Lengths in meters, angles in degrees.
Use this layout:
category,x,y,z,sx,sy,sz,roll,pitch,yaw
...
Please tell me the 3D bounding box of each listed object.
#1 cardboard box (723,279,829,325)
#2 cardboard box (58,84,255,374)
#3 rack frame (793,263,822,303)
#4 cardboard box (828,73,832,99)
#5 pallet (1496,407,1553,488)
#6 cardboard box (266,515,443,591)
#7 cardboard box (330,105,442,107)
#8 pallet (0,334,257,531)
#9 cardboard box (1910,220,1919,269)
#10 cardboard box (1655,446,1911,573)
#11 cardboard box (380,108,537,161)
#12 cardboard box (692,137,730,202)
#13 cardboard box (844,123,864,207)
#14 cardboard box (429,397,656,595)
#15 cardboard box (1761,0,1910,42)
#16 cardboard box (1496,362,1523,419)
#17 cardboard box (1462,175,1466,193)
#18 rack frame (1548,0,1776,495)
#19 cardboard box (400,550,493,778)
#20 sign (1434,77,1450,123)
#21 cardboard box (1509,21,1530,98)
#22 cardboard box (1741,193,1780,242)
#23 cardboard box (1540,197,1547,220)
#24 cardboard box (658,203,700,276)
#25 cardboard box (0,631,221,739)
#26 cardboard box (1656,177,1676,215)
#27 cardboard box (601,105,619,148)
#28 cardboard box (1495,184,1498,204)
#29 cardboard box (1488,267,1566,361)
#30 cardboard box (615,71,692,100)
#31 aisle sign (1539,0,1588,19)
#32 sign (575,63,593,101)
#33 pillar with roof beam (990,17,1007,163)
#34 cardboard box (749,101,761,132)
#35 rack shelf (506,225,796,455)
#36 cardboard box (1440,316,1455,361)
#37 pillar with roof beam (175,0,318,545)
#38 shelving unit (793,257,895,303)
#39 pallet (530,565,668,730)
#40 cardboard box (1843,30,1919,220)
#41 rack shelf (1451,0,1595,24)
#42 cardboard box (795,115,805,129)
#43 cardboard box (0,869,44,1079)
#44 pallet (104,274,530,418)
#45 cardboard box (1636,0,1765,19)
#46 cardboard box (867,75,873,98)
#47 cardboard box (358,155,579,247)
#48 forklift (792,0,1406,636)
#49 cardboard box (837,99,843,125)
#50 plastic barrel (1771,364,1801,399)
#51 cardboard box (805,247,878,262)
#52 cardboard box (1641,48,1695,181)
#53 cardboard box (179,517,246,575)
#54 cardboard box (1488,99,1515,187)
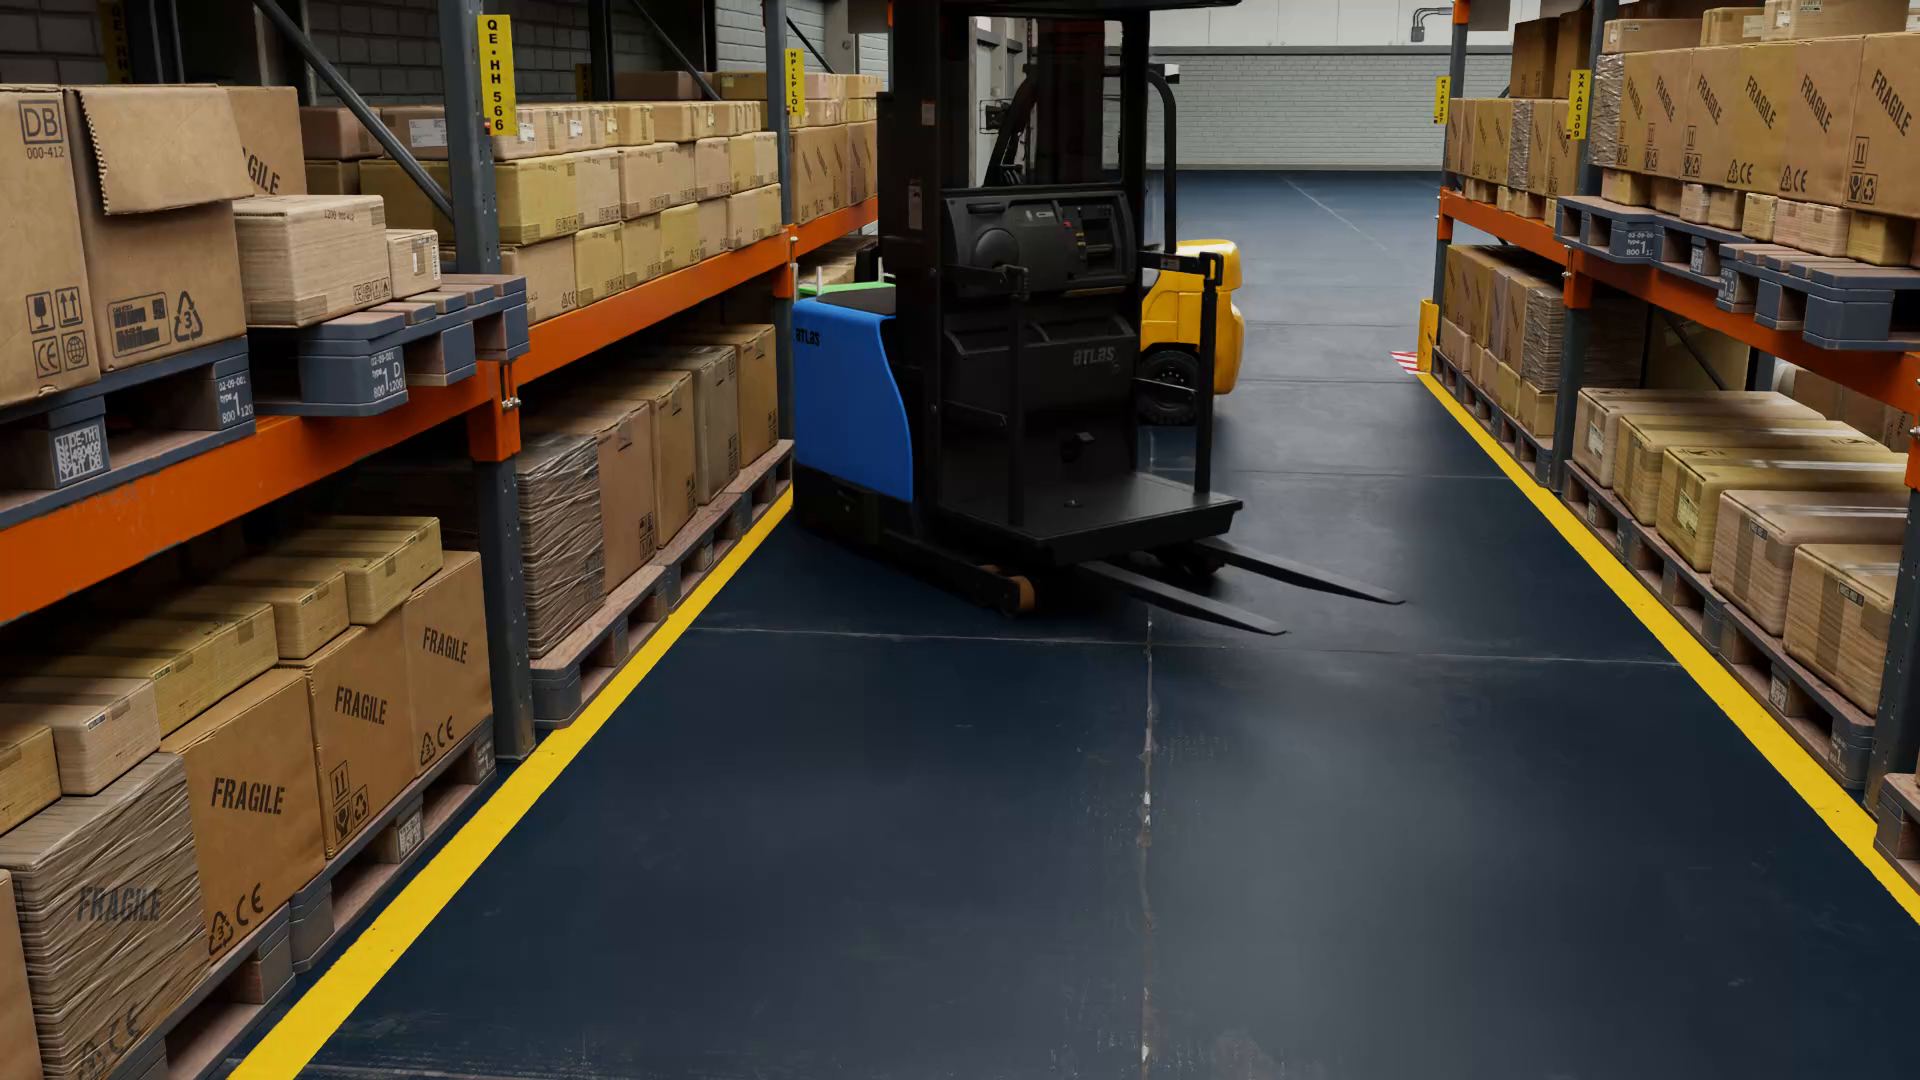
category,x,y,z,sx,sy,sz,roll,pitch,yaw
cardboard box,-1.019,-1.302,9.279,0.500,0.250,0.500,1,15,5
cardboard box,-1.837,-0.614,3.185,0.797,0.503,0.637,1,15,5
rack frame,-0.725,-0.728,8.055,0.015,1.200,0.240,-11,18,-34
cardboard box,-0.961,-2.676,9.806,0.380,0.149,0.250,1,15,5
pallet,3.588,-0.512,9.150,1.003,0.211,1.213,2,15,6
cardboard box,-1.640,0.036,4.524,0.380,0.149,0.250,1,15,4
cardboard box,-2.034,-1.444,5.823,0.380,0.149,0.250,1,15,5
pallet,-2.051,-0.193,2.998,1.003,0.211,1.213,2,15,6
cardboard box,2.899,-0.819,4.620,0.380,0.149,0.250,2,15,8
cardboard box,3.336,-0.114,6.566,0.950,0.372,0.625,2,15,8
cardboard box,-1.508,-1.226,5.015,0.380,0.149,0.250,2,15,8
cardboard box,-1.301,-1.596,7.147,0.500,0.250,0.500,2,15,7
cardboard box,-0.899,-2.380,10.527,0.500,0.500,0.500,2,15,7
cardboard box,-1.687,-0.178,6.318,0.875,0.625,0.625,2,15,8
cardboard box,3.000,-1.786,5.710,0.380,0.149,0.250,1,15,4
cardboard box,3.397,-0.858,9.551,0.500,0.250,0.500,1,15,5
cardboard box,3.755,-2.517,11.705,0.380,0.149,0.250,2,15,6
rack frame,3.547,-1.683,8.138,1.000,3.000,0.127,2,15,6
cardboard box,-1.671,0.329,4.681,0.500,0.500,0.500,2,15,8
sign,3.460,-3.154,11.921,0.100,0.325,0.005,2,15,6
cardboard box,4.158,-3.256,11.279,0.700,0.500,0.500,1,15,5
cardboard box,2.895,-1.094,5.637,0.380,0.149,0.250,2,15,7
cardboard box,3.451,-1.848,9.232,0.380,0.149,0.250,1,15,5
cardboard box,-1.370,-1.225,6.731,0.500,0.250,0.500,2,15,8
cardboard box,-1.817,0.306,3.524,0.380,0.149,0.250,1,15,5
cardboard box,3.107,-1.424,6.860,0.380,0.149,0.250,2,15,7
cardboard box,-1.460,-1.497,6.017,0.380,0.149,0.250,2,15,7
cardboard box,3.589,-2.182,10.465,0.380,0.149,0.250,2,15,8
cardboard box,3.460,-1.346,9.919,0.500,0.500,0.500,3,15,9
cardboard box,-1.649,-2.425,8.878,0.380,0.149,0.250,2,15,6
aisle sign,4.294,-3.983,11.664,0.394,0.787,0.004,2,15,6
sign,-1.937,-2.300,8.611,0.100,0.325,0.005,2,15,6
pillar with roof beam,5.078,-11.705,33.711,9.100,9.000,0.400,2,15,6
cardboard box,-1.203,-2.094,8.226,0.380,0.149,0.250,2,15,8
rack shelf,-1.611,-0.962,6.851,1.077,0.370,4.000,2,15,6
cardboard box,3.633,-1.394,11.536,0.500,0.250,0.500,2,15,6
pillar with roof beam,1.693,-3.924,4.936,9.100,9.000,0.400,2,15,6
shelving unit,-0.527,-0.766,8.192,0.503,1.200,0.258,-11,18,-34
pallet,-1.705,0.343,5.988,1.003,0.211,1.213,2,15,6
cardboard box,2.871,-1.166,4.661,0.500,0.500,0.500,1,15,5
rack shelf,3.773,-3.302,9.759,1.077,0.370,4.000,2,15,6
cardboard box,-1.060,-2.331,9.103,0.380,0.149,0.250,2,15,8
cardboard box,-1.899,0.864,2.703,0.500,0.500,0.500,1,15,5
pallet,-1.843,-0.520,4.206,1.213,0.211,1.003,2,15,6
cardboard box,3.812,-2.465,8.354,0.700,0.500,0.500,2,15,6
cardboard box,-0.785,-3.004,11.023,0.380,0.149,0.250,2,15,8
cardboard box,-1.519,-1.067,5.189,0.500,0.250,0.500,2,15,6
forklift,0.466,-1.254,6.683,1.130,2.935,3.031,-10,18,-34
cardboard box,-0.915,-2.595,10.080,0.380,0.149,0.250,1,15,4
plastic barrel,5.270,-0.896,10.165,0.421,0.421,0.512,-14,20,-42
cardboard box,-0.775,-1.831,11.235,0.500,0.250,0.500,2,15,7
cardboard box,3.084,-1.706,6.660,0.500,0.500,0.500,2,15,6
cardboard box,-2.205,0.026,4.559,0.380,0.149,0.250,2,15,9
cardboard box,3.509,-2.399,10.024,0.500,0.500,0.500,1,15,5
